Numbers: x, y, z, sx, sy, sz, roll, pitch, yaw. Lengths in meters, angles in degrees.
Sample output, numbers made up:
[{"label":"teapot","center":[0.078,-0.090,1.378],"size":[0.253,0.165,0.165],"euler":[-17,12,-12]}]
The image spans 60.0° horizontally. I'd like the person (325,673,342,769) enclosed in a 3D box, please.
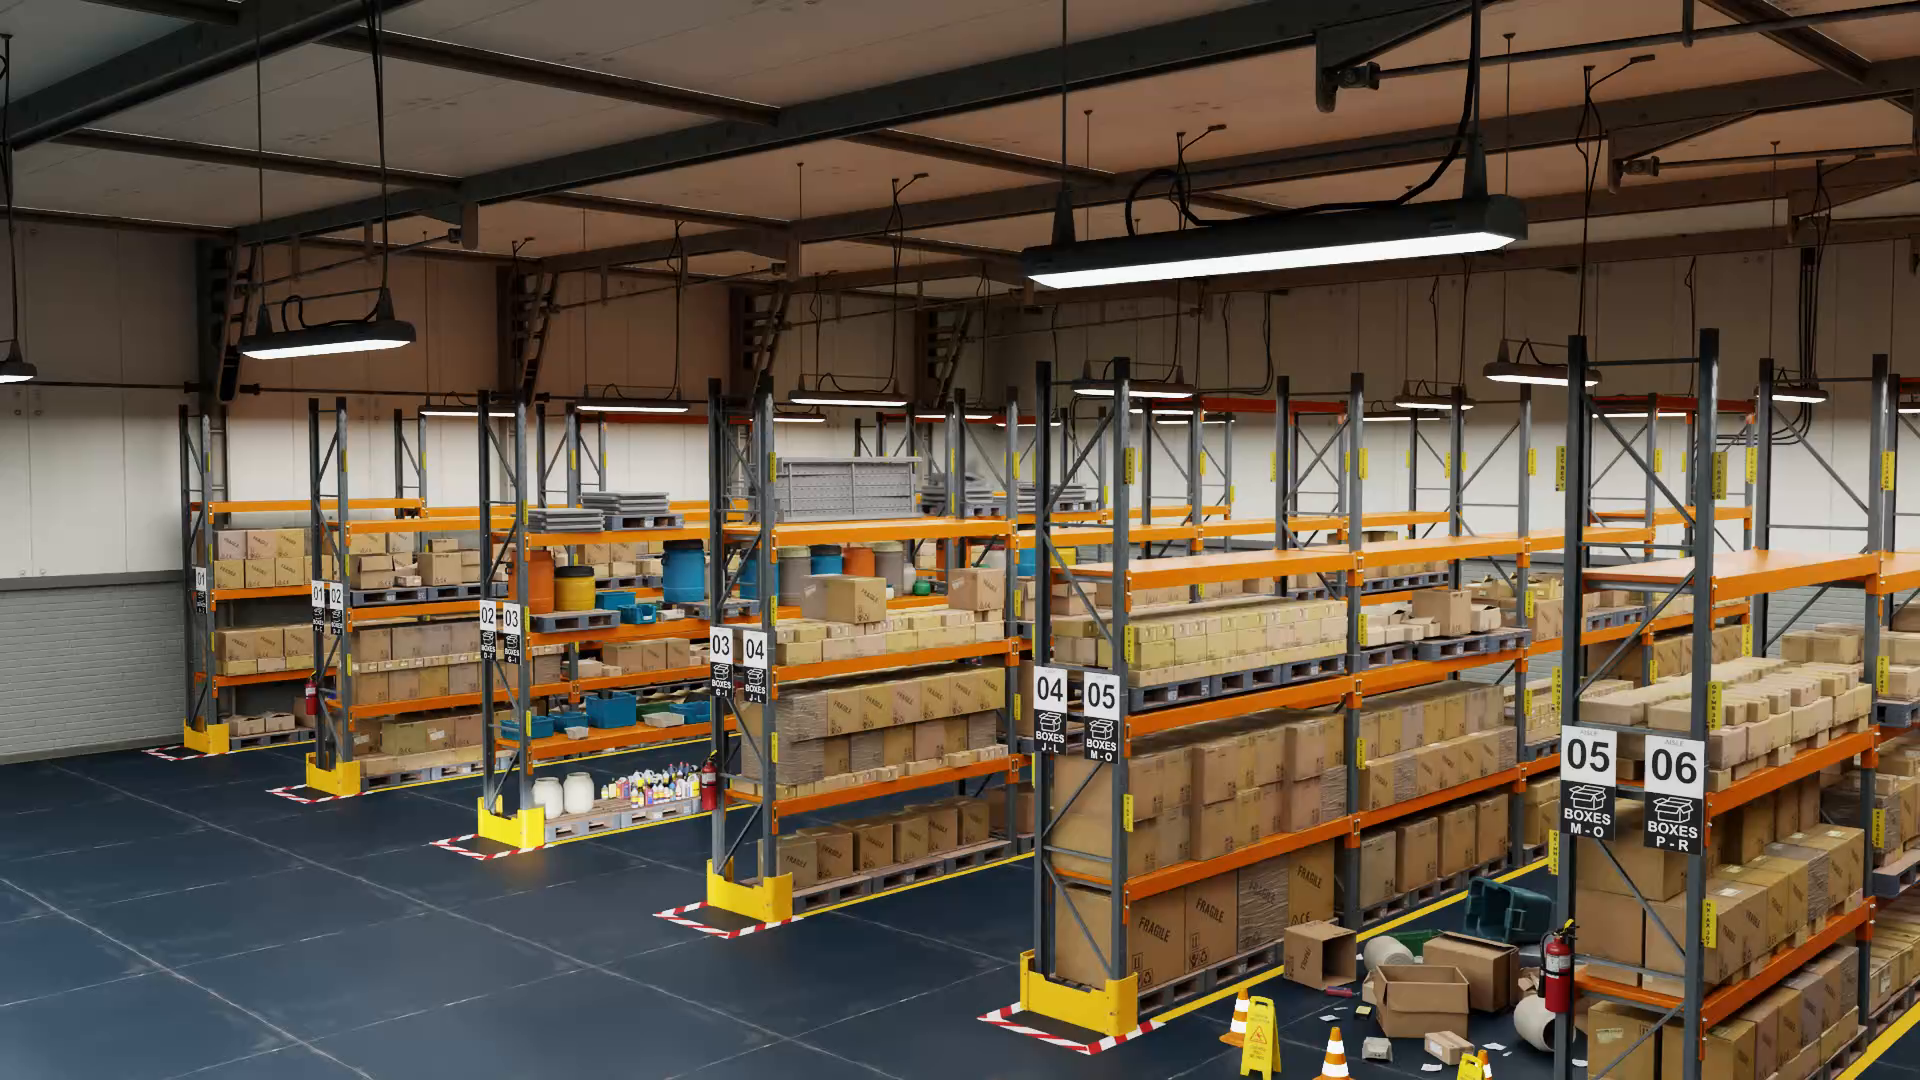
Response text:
[{"label":"person","center":[-10.163,2.943,27.234],"size":[0.575,1.601,0.560],"euler":[2,3,31]}]
